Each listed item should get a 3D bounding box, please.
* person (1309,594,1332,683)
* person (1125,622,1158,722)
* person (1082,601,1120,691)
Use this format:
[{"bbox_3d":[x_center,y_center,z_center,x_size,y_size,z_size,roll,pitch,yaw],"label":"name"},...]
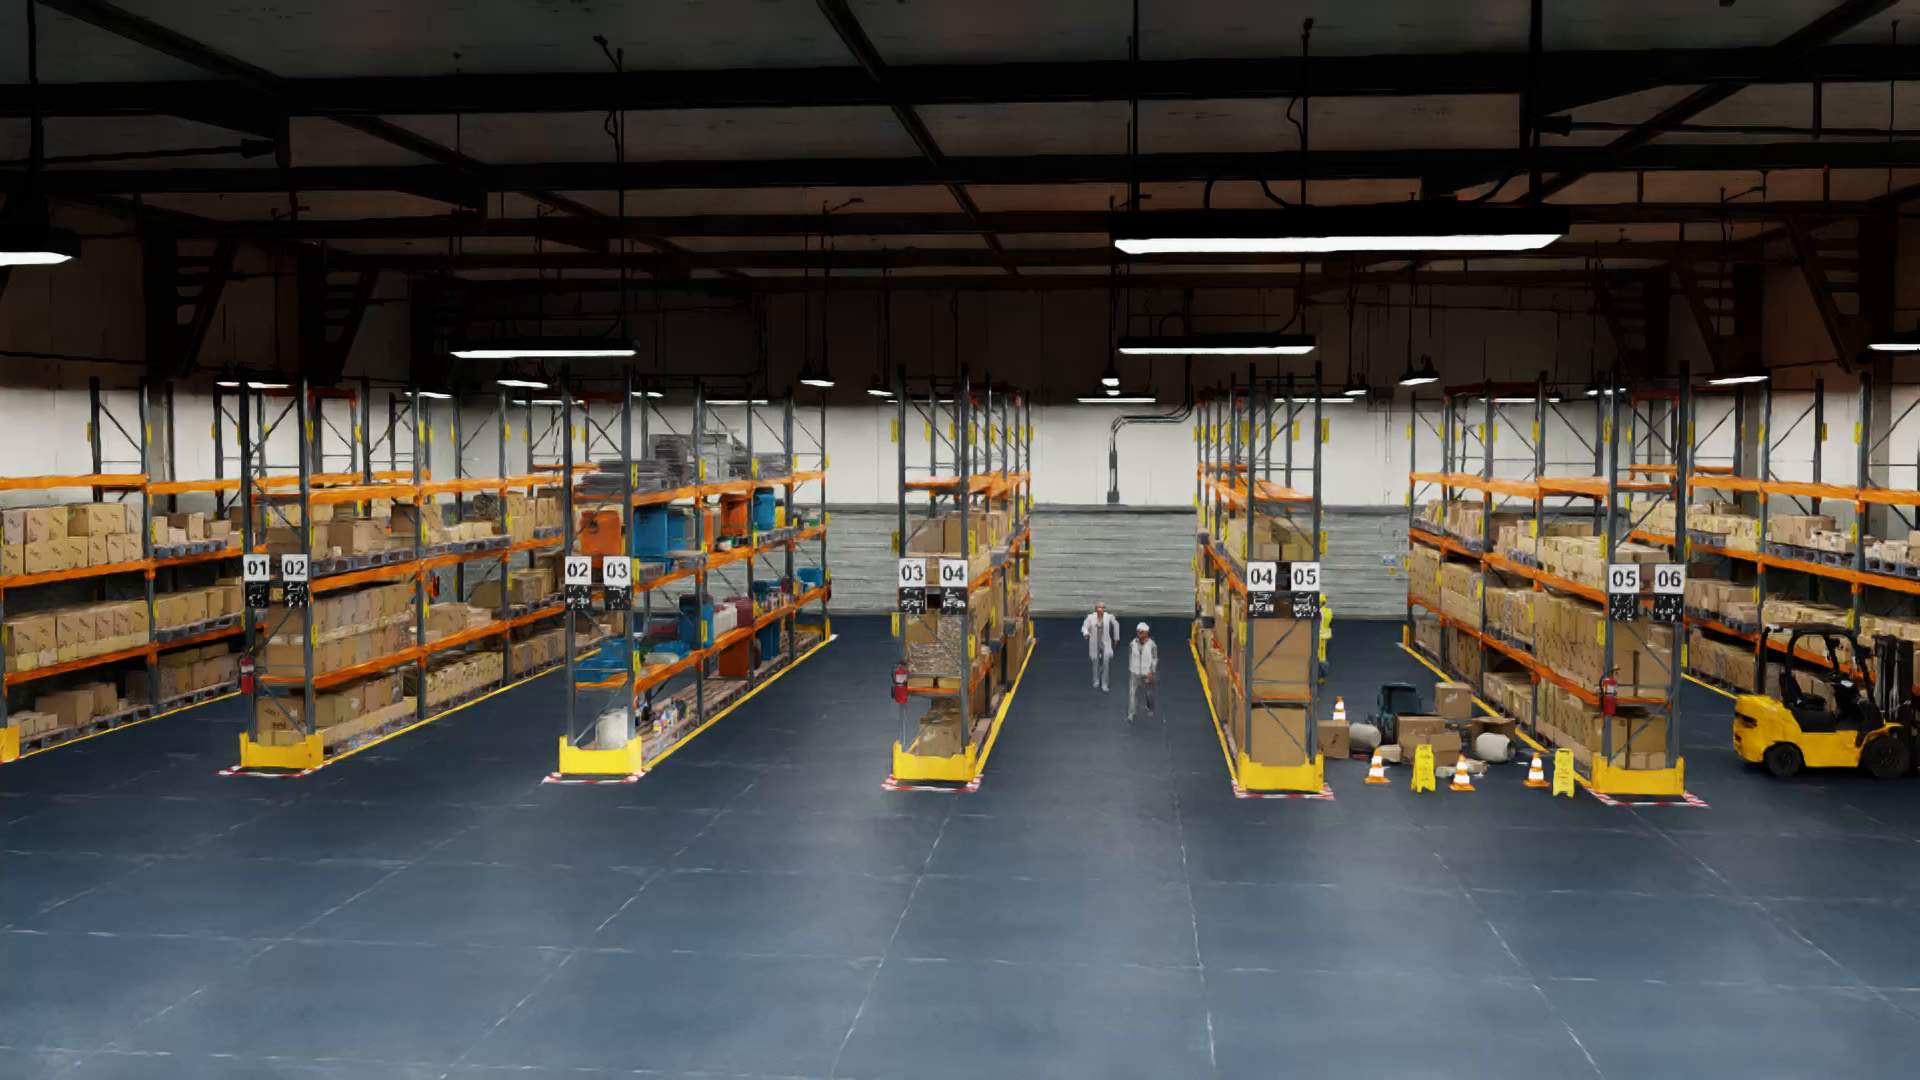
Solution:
[{"bbox_3d":[7.219,1.964,33.363,0.580,1.763,0.673,3,5,37],"label":"person"},{"bbox_3d":[3.178,2.282,28.888,0.539,1.714,1.033,1,4,15],"label":"person"},{"bbox_3d":[2.753,2.052,32.589,0.736,1.717,0.904,1,4,10],"label":"person"}]
